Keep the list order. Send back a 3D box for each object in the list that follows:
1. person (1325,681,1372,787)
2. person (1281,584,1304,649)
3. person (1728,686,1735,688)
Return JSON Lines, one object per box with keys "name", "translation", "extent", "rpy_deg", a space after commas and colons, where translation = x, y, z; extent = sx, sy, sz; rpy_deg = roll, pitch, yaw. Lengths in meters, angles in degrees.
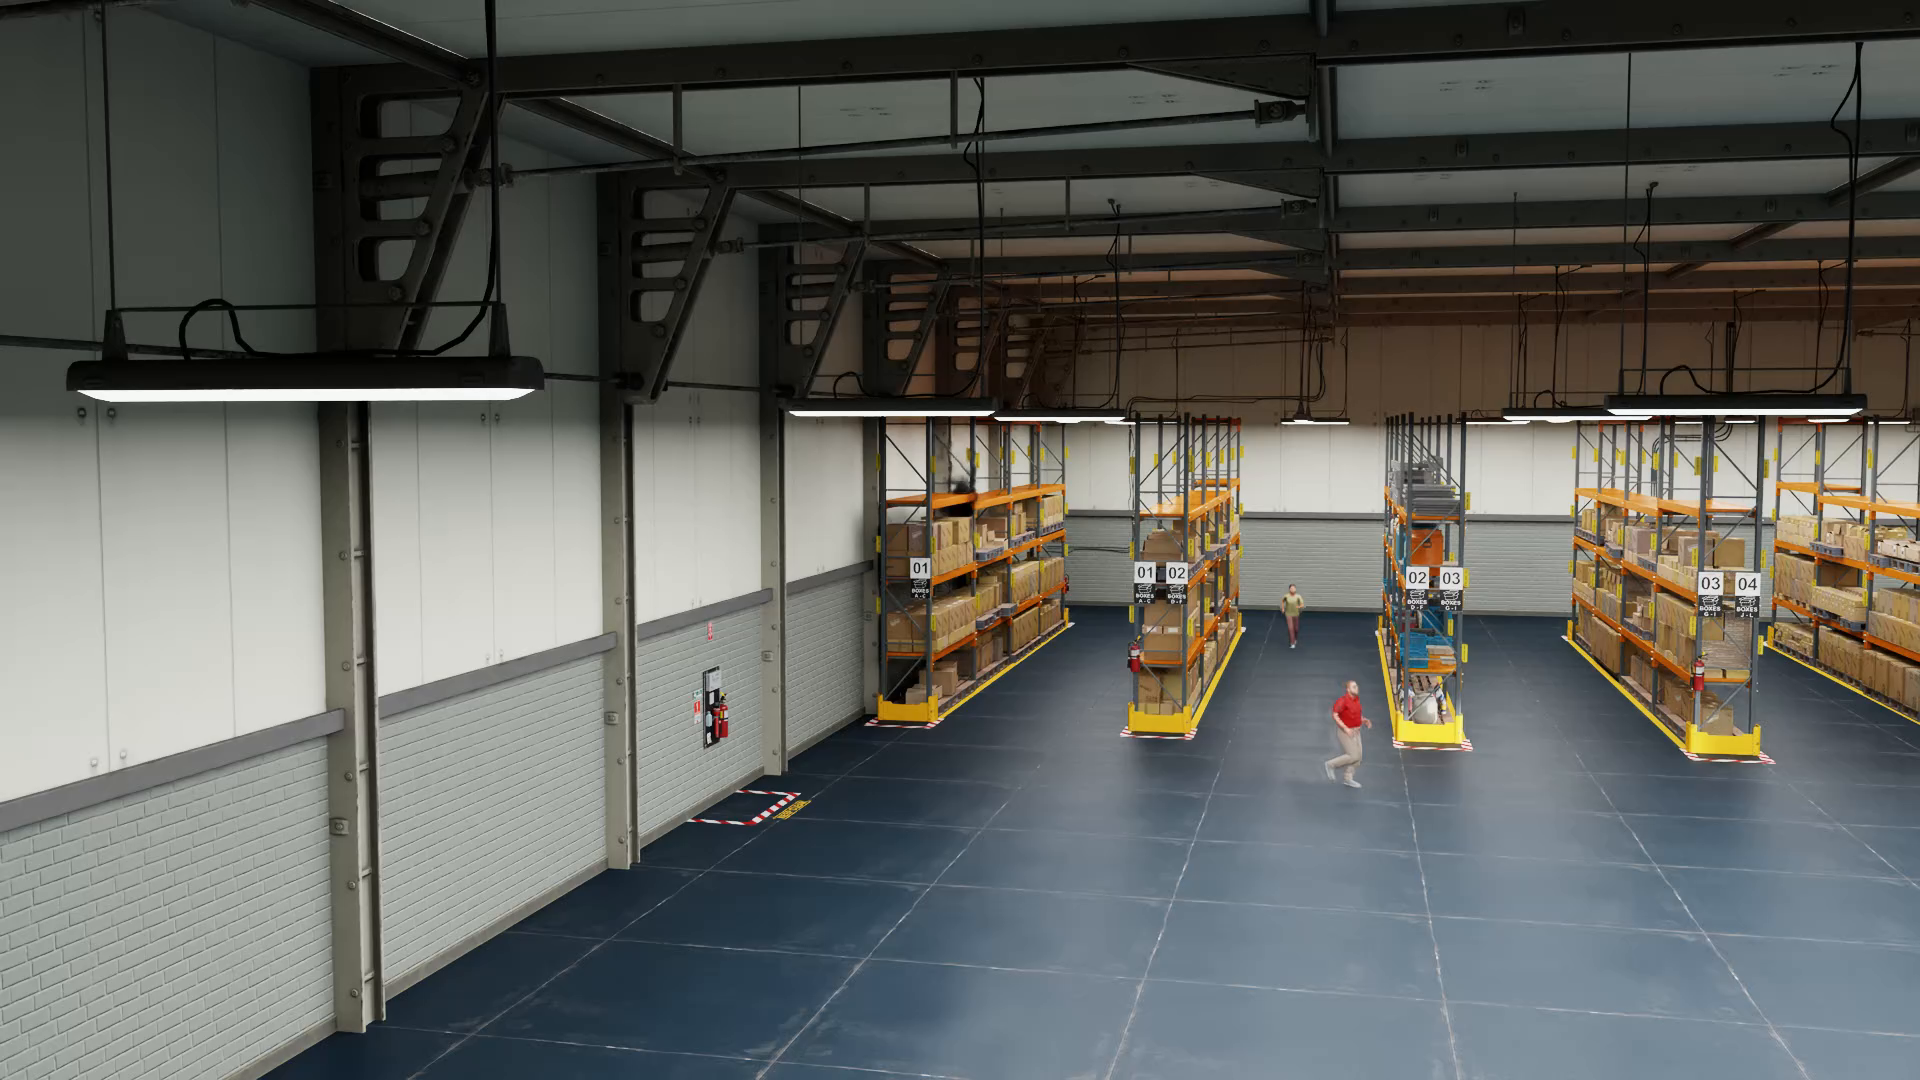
{"name": "person", "translation": [6.235, 3.089, 26.572], "extent": [0.611, 1.700, 0.653], "rpy_deg": [3, 5, 39]}
{"name": "person", "translation": [8.638, 2.013, 43.202], "extent": [0.581, 1.549, 0.846], "rpy_deg": [1, 4, 10]}
{"name": "person", "translation": [17.002, 2.390, 36.493], "extent": [0.653, 1.731, 0.565], "rpy_deg": [1, 4, 10]}
